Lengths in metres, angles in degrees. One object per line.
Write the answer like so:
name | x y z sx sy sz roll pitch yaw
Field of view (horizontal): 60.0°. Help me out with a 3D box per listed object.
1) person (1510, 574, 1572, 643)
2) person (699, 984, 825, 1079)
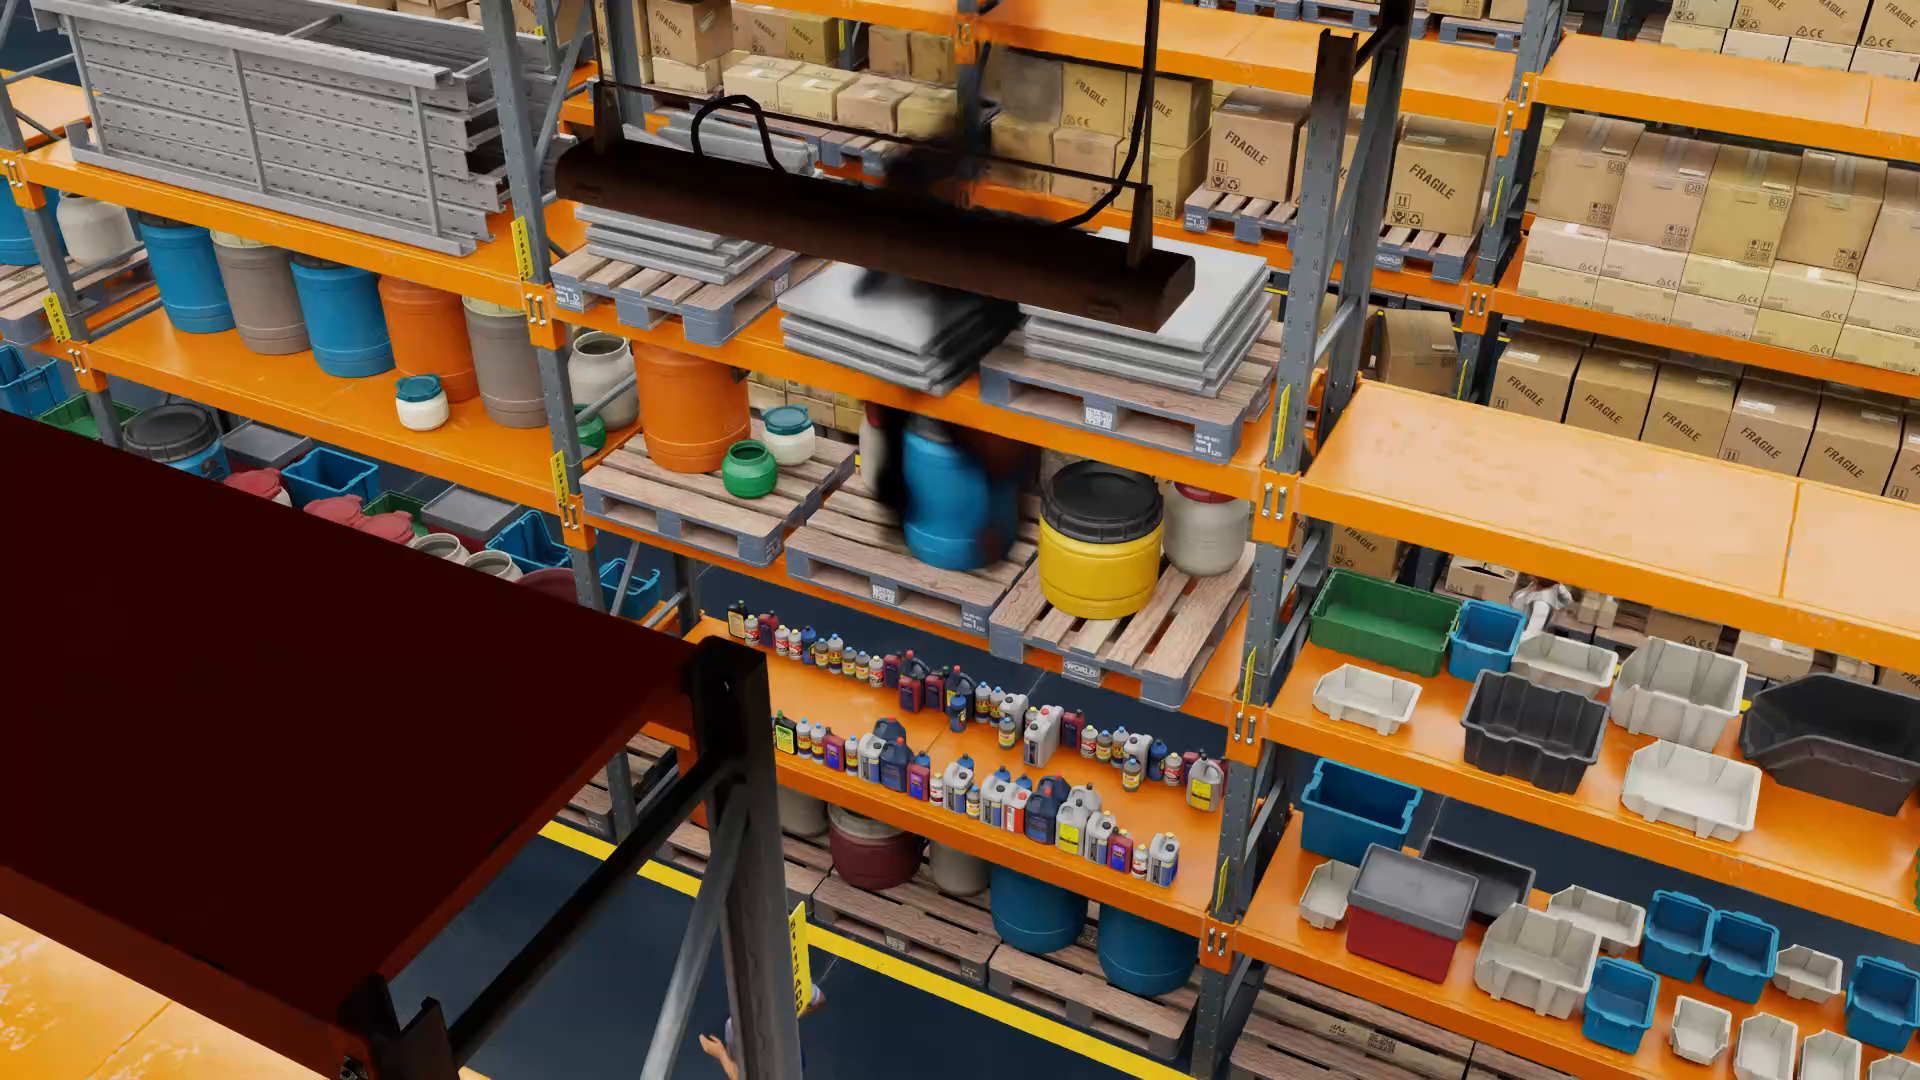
person | 3.742 0.747 11.001 0.864 1.598 0.539 10 36 14
person | -0.948 2.642 8.208 0.786 1.656 0.620 10 36 14
